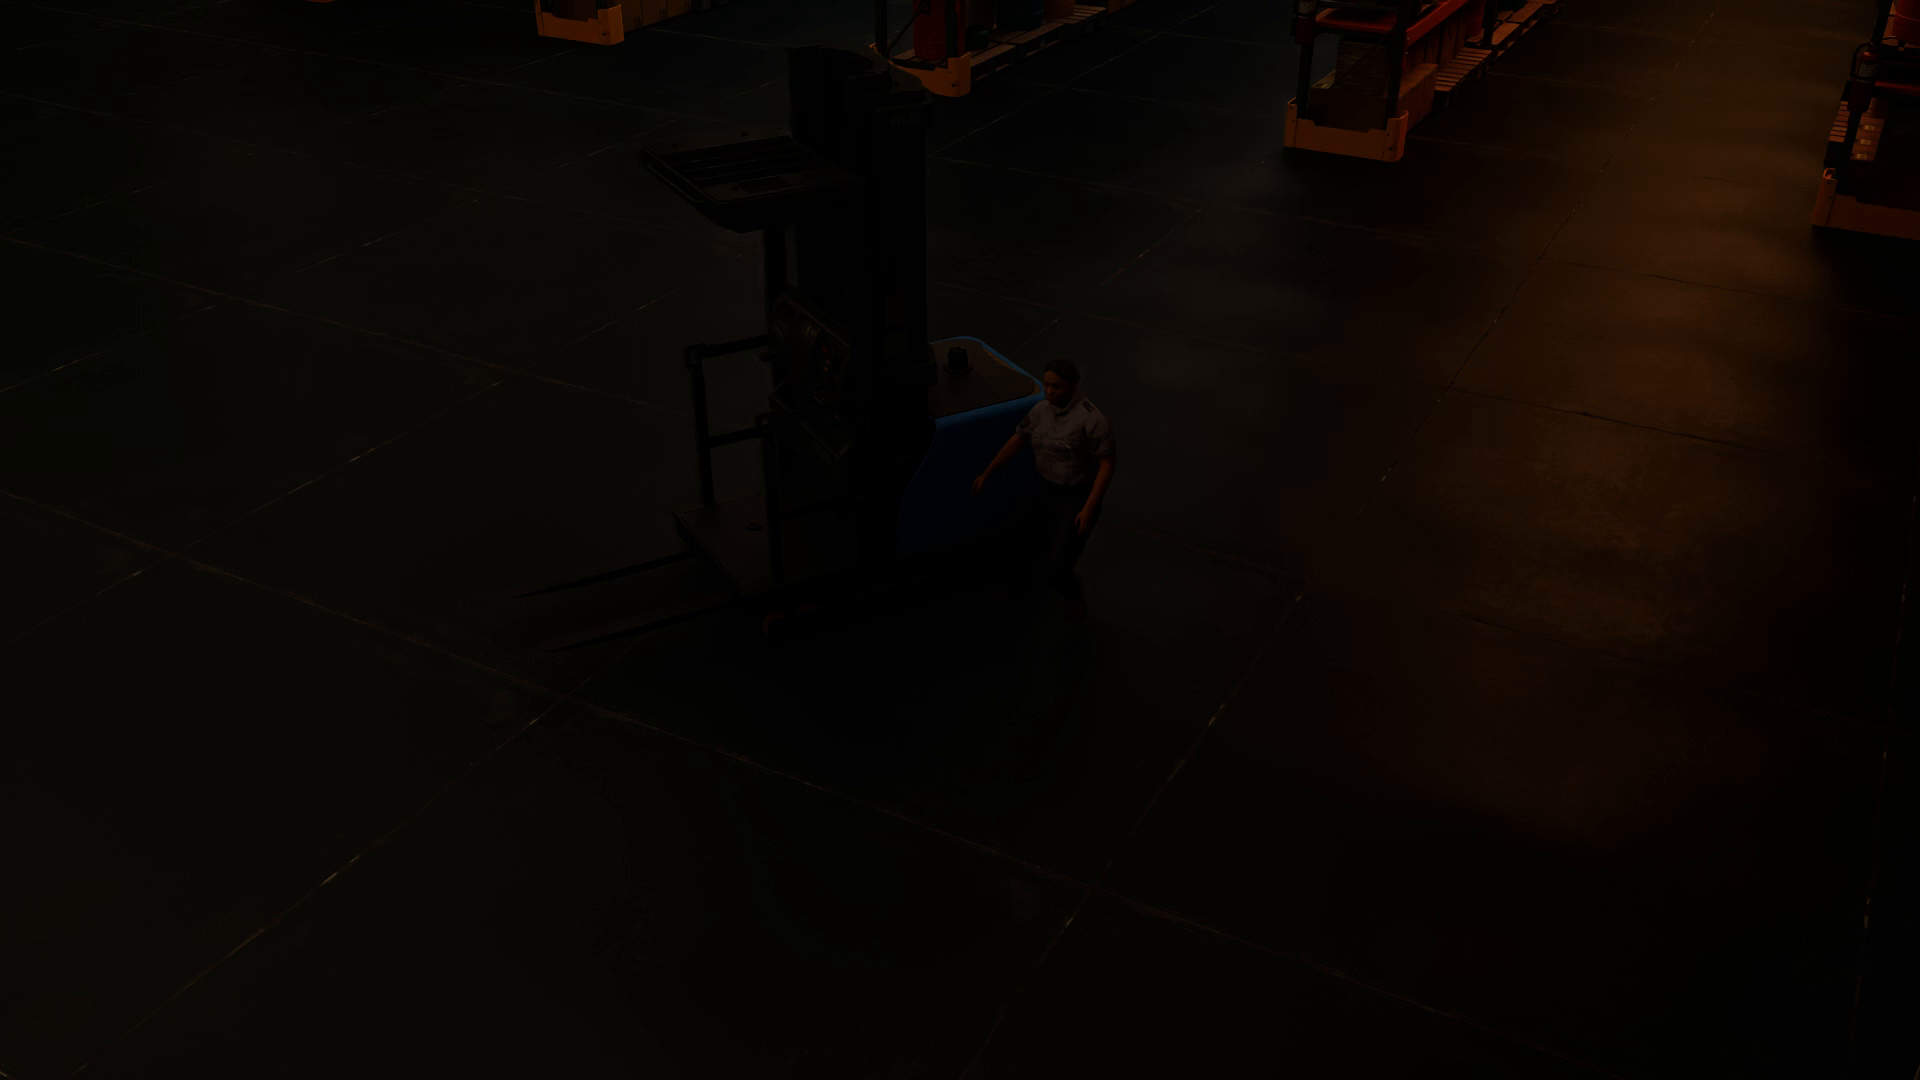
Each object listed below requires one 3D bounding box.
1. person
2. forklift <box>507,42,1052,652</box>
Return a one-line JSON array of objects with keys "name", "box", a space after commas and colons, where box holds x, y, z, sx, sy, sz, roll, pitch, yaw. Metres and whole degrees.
[{"name": "person", "box": [0.460, -0.234, 8.907, 0.468, 1.575, 0.760, -22, 37, -33]}, {"name": "forklift", "box": [-0.987, -1.017, 8.832, 3.031, 2.935, 1.130, -16, 33, -25]}]
